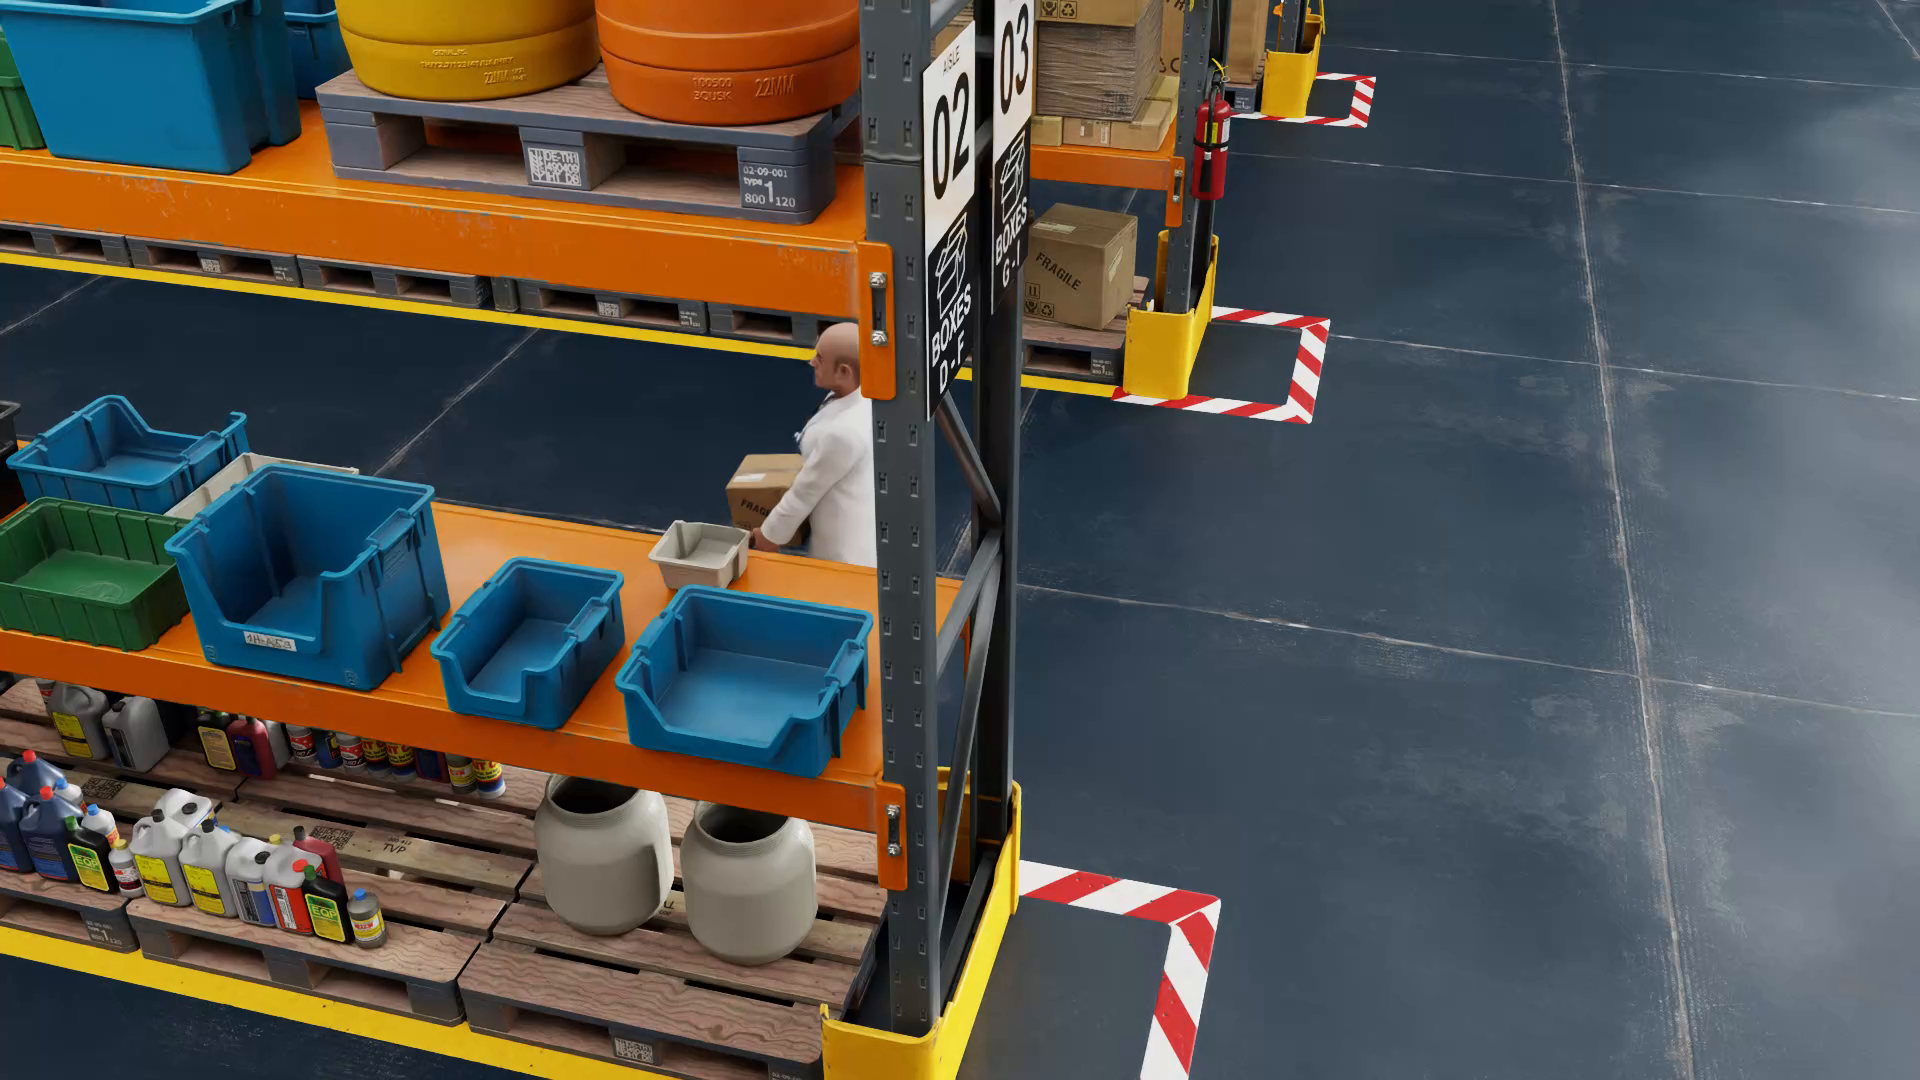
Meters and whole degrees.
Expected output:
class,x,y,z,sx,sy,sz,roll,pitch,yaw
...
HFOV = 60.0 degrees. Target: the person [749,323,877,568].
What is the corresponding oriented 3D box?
class,x,y,z,sx,sy,sz,roll,pitch,yaw
person,-0.503,0.001,6.154,0.551,1.780,0.526,6,33,10
